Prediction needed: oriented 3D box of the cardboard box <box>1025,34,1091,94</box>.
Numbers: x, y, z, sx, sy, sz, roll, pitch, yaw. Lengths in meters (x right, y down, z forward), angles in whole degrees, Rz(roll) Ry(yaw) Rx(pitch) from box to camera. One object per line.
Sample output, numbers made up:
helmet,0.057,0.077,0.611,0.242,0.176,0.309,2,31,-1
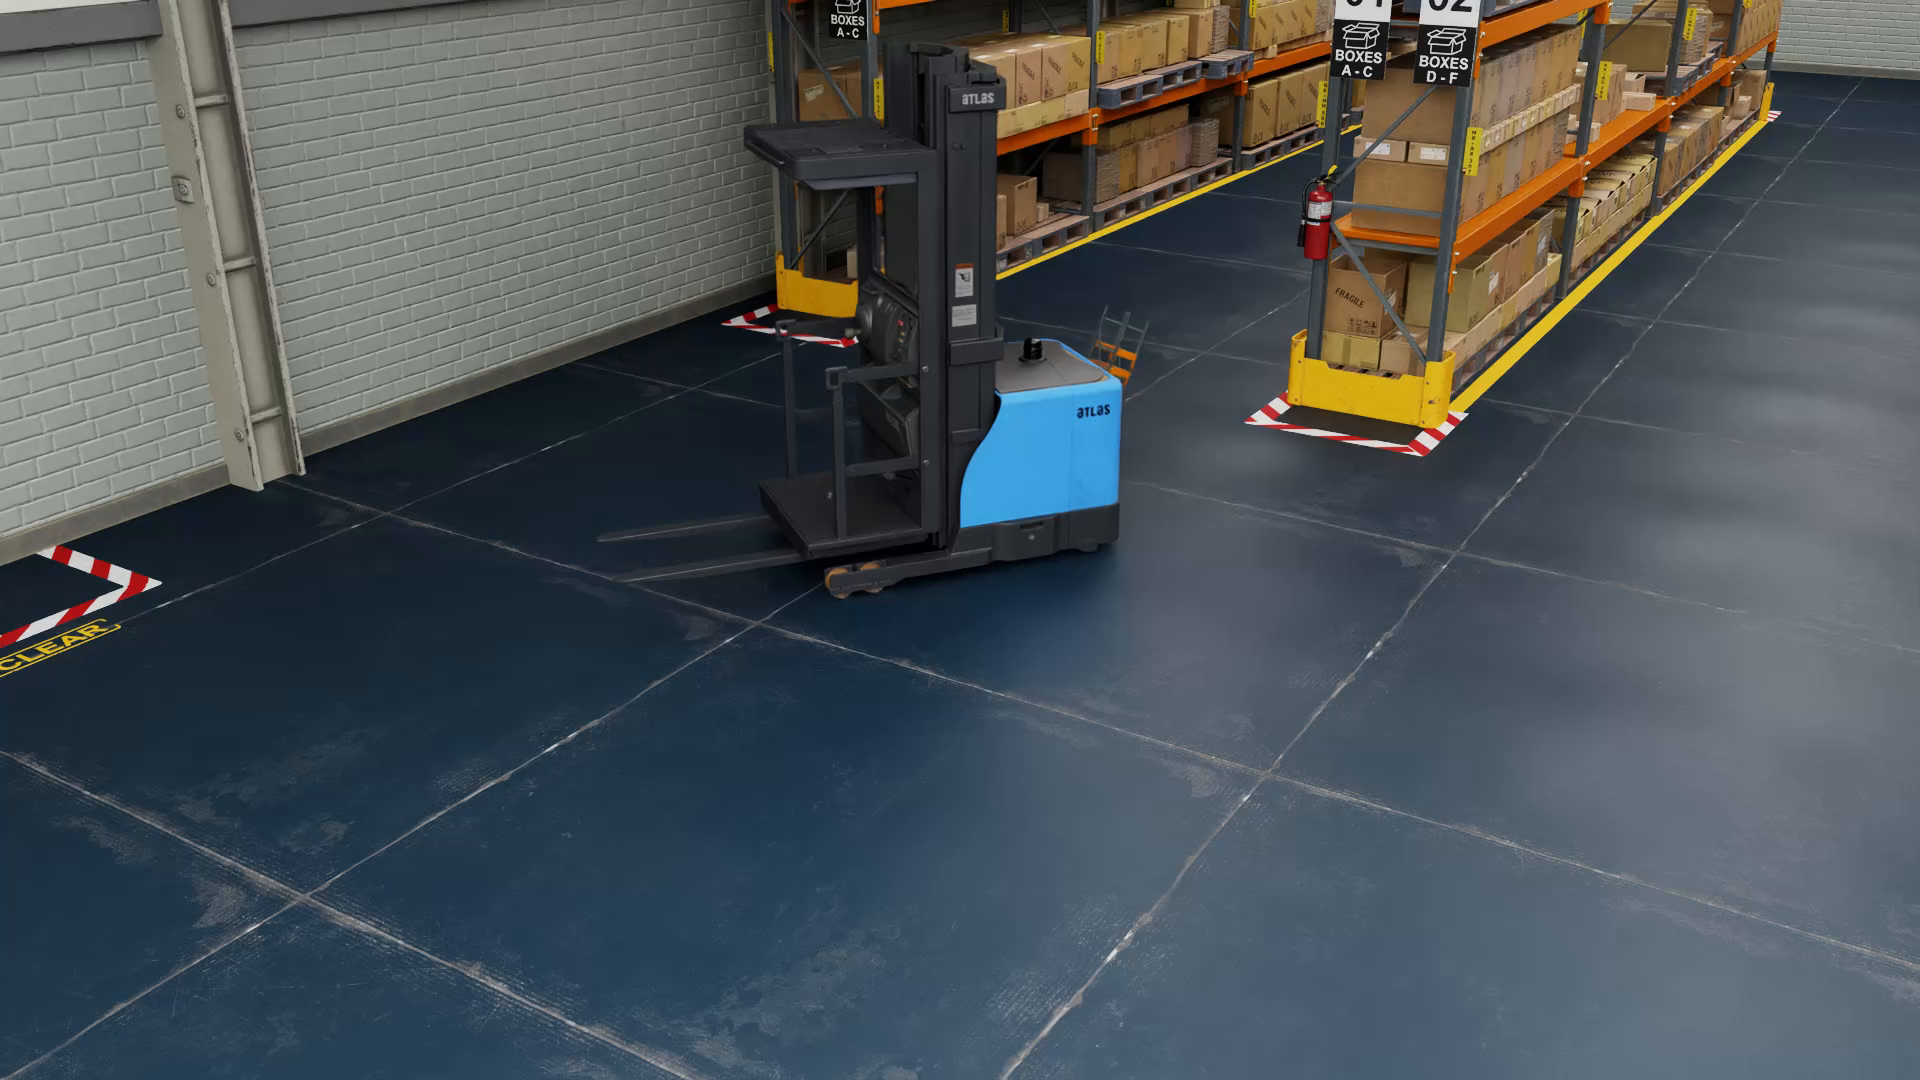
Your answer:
cardboard box,0.981,-4.814,16.814,0.500,0.500,0.500,14,27,29

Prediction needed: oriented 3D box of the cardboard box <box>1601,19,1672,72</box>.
cardboard box,7.525,-5.542,18.621,0.700,0.500,0.500,5,24,11

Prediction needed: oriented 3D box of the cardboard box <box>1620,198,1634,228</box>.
cardboard box,6.681,-3.425,17.319,0.500,0.250,0.500,15,27,30

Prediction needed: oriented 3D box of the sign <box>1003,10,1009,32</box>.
sign,0.494,-5.400,17.491,0.100,0.325,0.005,14,27,29

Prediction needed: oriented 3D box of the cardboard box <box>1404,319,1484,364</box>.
cardboard box,3.801,-1.602,13.106,0.500,0.250,0.500,14,27,29

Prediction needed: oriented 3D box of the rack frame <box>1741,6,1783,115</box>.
rack frame,11.508,-7.767,24.416,1.000,3.000,0.127,14,27,29

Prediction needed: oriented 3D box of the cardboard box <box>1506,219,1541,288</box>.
cardboard box,4.585,-2.454,14.131,0.500,0.500,0.500,14,27,29

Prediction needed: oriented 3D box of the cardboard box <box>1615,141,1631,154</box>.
cardboard box,7.582,-4.487,19.431,0.500,0.500,0.500,15,28,31

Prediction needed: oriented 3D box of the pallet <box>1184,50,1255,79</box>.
pallet,2.792,-5.753,20.005,1.213,0.211,1.003,14,27,29

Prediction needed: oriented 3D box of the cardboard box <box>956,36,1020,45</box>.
cardboard box,0.266,-4.750,16.665,0.500,0.500,0.500,14,27,29

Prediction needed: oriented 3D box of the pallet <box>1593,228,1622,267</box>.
pallet,6.176,-3.107,17.162,1.003,0.211,1.213,14,27,29

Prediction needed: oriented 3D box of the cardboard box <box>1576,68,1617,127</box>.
cardboard box,6.139,-4.365,16.432,0.500,0.500,0.500,14,27,29

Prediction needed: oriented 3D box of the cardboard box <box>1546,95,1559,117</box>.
cardboard box,4.811,-3.663,13.993,0.380,0.149,0.250,14,27,29

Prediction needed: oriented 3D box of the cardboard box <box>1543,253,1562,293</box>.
cardboard box,5.119,-2.445,15.056,0.500,0.250,0.500,14,27,29

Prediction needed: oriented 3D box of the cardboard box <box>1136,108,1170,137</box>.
cardboard box,2.121,-4.895,19.430,0.500,0.250,0.500,14,27,29

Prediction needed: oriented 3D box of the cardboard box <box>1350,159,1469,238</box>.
cardboard box,3.325,-2.568,12.279,0.700,0.500,0.500,14,27,29

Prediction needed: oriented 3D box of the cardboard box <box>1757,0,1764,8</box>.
cardboard box,10.429,-7.369,22.113,0.500,0.500,0.500,13,27,27

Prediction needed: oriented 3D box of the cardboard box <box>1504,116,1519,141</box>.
cardboard box,4.136,-3.233,13.000,0.380,0.149,0.250,13,27,28

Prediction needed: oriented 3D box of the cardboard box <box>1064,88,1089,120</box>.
cardboard box,0.976,-4.471,16.965,0.500,0.250,0.500,14,27,29

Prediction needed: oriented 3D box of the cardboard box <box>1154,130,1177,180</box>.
cardboard box,2.134,-4.581,19.650,0.700,0.500,0.500,14,27,29

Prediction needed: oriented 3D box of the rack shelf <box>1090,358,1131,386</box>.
rack shelf,0.960,-1.102,10.861,0.180,0.103,0.258,12,11,-40

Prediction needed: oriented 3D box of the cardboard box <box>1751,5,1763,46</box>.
cardboard box,10.432,-6.920,22.332,0.500,0.500,0.500,14,27,29

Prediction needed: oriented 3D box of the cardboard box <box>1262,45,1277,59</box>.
cardboard box,3.801,-6.215,21.123,0.380,0.149,0.250,15,27,31

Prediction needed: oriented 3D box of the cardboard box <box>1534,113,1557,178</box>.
cardboard box,4.677,-3.432,14.277,0.700,0.500,0.500,14,27,28

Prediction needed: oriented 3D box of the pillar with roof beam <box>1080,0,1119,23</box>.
pillar with roof beam,5.315,-7.697,16.703,9.100,9.000,0.400,14,27,29

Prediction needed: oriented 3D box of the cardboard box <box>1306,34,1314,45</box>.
cardboard box,4.543,-6.755,22.368,0.380,0.149,0.250,13,27,28

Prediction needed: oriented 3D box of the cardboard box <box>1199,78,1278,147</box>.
cardboard box,3.577,-5.531,21.427,0.750,0.750,0.750,13,27,28

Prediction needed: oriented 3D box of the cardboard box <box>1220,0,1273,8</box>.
cardboard box,3.552,-6.748,20.593,0.500,0.250,0.500,15,27,30

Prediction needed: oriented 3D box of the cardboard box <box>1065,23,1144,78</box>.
cardboard box,1.566,-5.353,18.160,0.700,0.500,0.500,17,29,34

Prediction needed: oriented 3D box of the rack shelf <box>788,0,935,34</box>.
rack shelf,-0.087,-5.125,15.443,1.077,0.370,4.000,14,27,29

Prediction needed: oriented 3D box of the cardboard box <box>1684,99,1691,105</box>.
cardboard box,9.458,-5.723,22.288,0.500,0.500,0.500,14,27,29

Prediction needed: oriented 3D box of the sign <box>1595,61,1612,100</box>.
sign,5.651,-4.035,14.605,0.100,0.325,0.005,14,27,29

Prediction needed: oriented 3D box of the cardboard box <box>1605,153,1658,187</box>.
cardboard box,7.221,-4.027,18.002,0.500,0.311,0.500,15,27,30

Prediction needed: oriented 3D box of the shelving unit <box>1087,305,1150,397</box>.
shelving unit,0.896,-0.920,10.891,0.189,1.200,0.258,12,11,-40

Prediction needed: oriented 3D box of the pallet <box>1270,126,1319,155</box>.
pallet,4.202,-5.484,22.653,1.003,0.211,1.213,14,27,29

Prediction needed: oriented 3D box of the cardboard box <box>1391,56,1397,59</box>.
cardboard box,6.485,-7.253,25.847,0.700,0.500,0.500,13,27,27

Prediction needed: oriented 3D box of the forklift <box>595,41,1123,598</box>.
forklift,-0.603,-1.253,9.455,3.031,2.935,1.130,-9,25,-20

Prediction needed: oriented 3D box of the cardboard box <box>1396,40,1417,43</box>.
cardboard box,7.101,-7.808,26.313,0.380,0.149,0.250,14,27,28

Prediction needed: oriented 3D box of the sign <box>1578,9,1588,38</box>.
sign,6.822,-5.672,18.220,0.100,0.325,0.005,14,27,29

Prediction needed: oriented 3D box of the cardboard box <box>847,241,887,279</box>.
cardboard box,-0.701,-2.586,15.279,0.500,0.311,0.500,11,26,23

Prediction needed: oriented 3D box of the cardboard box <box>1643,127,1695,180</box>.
cardboard box,8.311,-4.562,19.604,0.500,0.500,0.500,13,27,28

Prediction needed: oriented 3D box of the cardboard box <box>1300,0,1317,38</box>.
cardboard box,4.366,-6.925,21.945,0.500,0.500,0.500,15,27,30

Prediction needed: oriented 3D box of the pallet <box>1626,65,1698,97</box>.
pallet,7.586,-5.222,18.779,1.213,0.211,1.003,14,27,29

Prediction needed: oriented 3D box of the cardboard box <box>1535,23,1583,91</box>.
cardboard box,4.950,-4.207,14.433,0.700,0.500,0.500,14,27,29

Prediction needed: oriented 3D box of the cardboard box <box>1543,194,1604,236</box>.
cardboard box,5.876,-3.160,16.001,0.500,0.311,0.500,14,27,28

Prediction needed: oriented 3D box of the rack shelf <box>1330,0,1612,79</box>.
rack shelf,4.123,-4.088,13.048,1.077,0.370,4.000,14,27,29

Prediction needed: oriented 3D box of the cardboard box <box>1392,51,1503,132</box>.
cardboard box,3.626,-3.359,12.476,0.700,0.500,0.500,13,27,28

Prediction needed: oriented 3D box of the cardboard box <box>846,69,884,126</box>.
cardboard box,-0.635,-3.786,14.440,0.500,0.500,0.500,14,27,29

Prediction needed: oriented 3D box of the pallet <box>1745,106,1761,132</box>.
pallet,11.048,-6.192,24.289,1.003,0.211,1.213,14,27,29

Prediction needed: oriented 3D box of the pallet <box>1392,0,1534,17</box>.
pallet,3.463,-3.936,11.902,1.003,0.211,1.213,14,27,29

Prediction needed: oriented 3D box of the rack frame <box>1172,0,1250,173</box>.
rack frame,3.078,-6.104,20.574,1.000,3.000,0.127,14,27,29
